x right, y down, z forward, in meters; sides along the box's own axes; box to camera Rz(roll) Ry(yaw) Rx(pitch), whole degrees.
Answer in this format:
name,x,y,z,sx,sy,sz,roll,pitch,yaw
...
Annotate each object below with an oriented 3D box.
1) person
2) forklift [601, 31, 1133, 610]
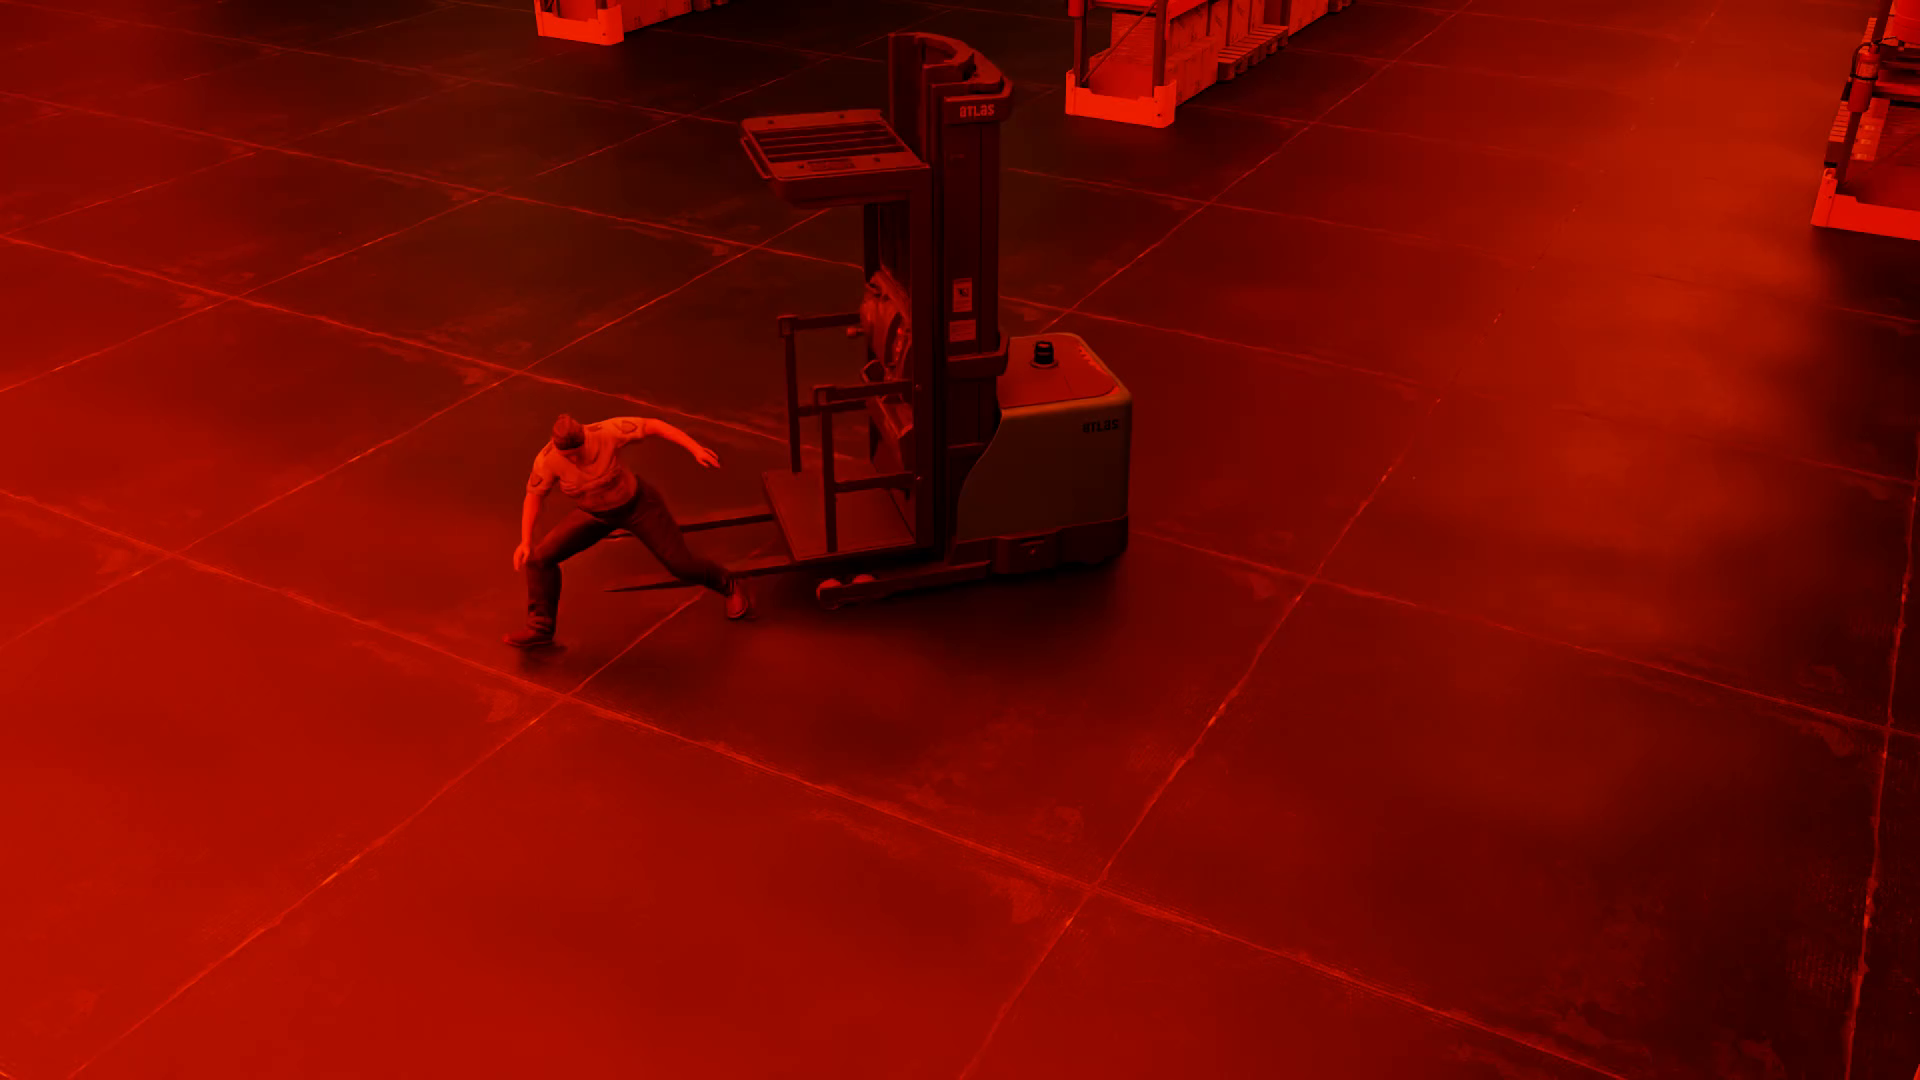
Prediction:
name,x,y,z,sx,sy,sz,roll,pitch,yaw
person,-1.802,-0.081,8.820,1.227,1.343,0.724,3,30,5
forklift,-0.592,-1.173,9.103,3.031,2.935,1.130,-8,31,-14
